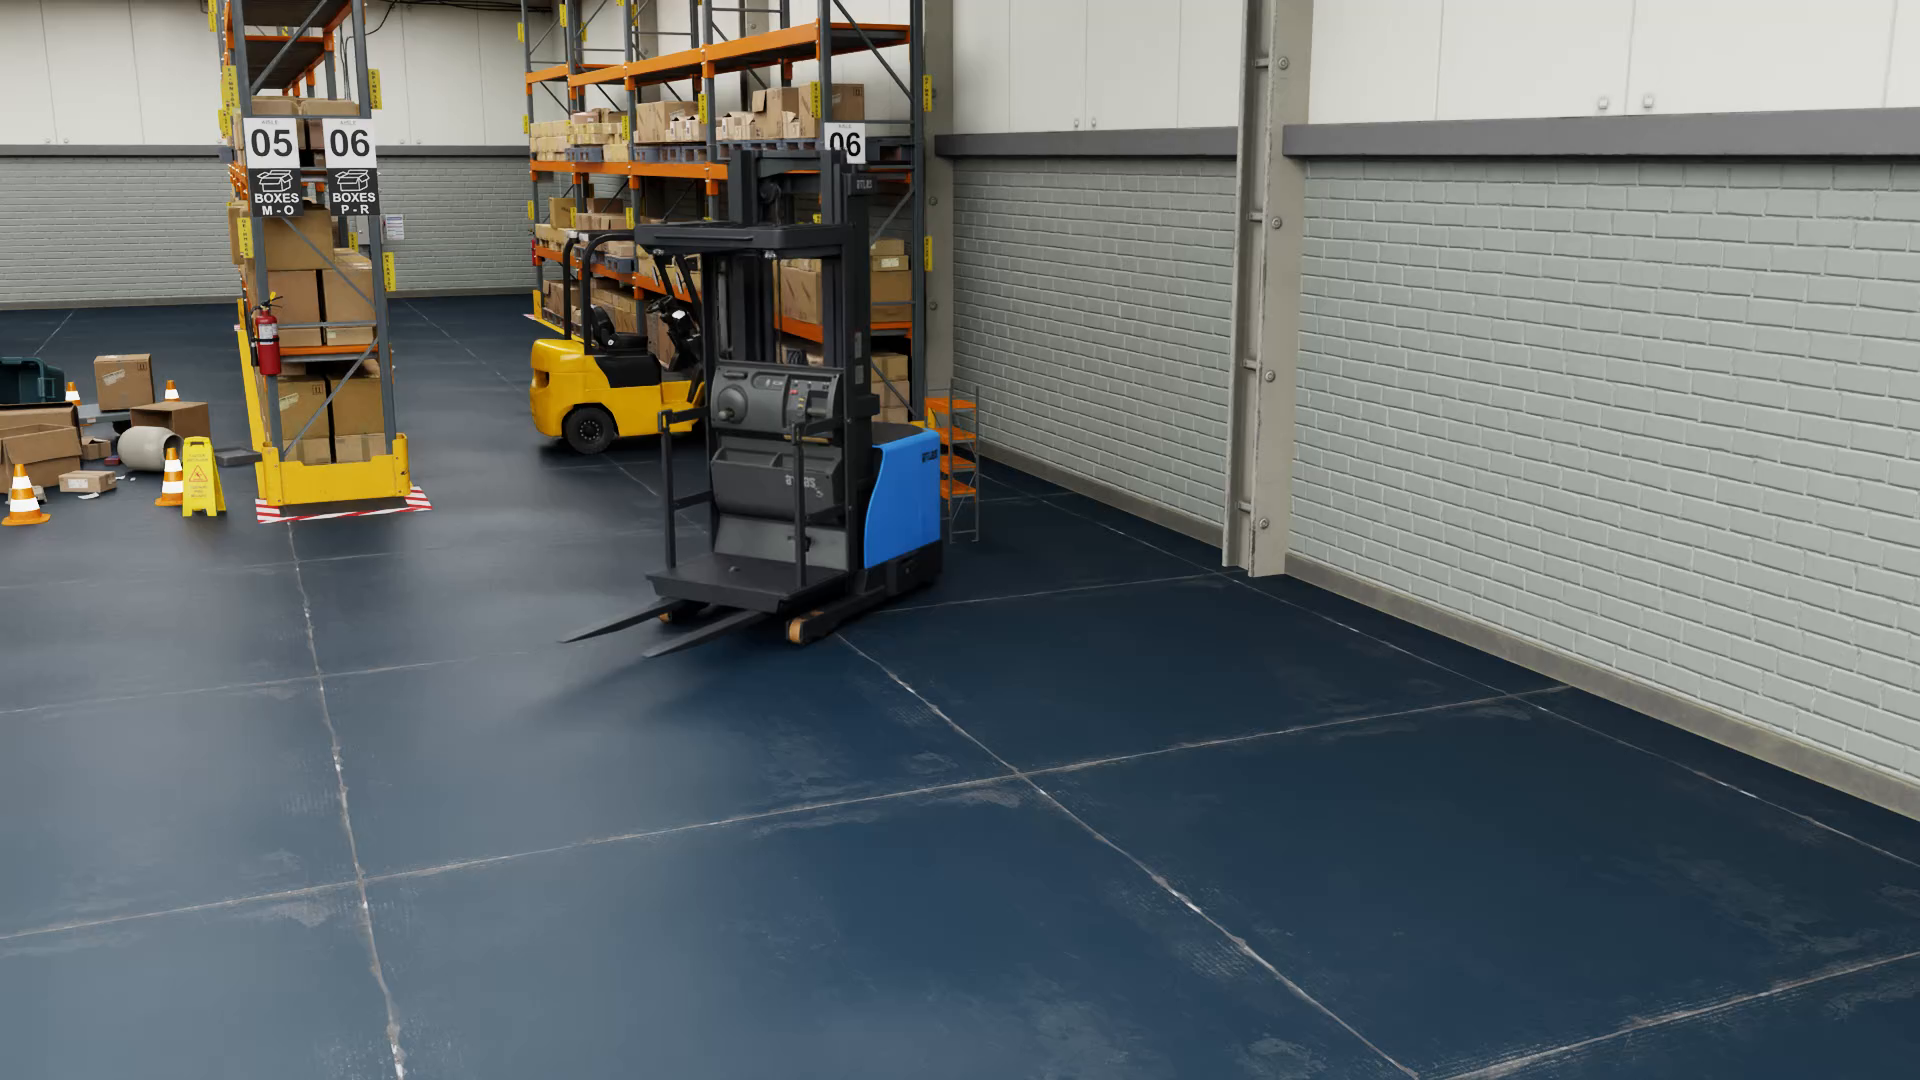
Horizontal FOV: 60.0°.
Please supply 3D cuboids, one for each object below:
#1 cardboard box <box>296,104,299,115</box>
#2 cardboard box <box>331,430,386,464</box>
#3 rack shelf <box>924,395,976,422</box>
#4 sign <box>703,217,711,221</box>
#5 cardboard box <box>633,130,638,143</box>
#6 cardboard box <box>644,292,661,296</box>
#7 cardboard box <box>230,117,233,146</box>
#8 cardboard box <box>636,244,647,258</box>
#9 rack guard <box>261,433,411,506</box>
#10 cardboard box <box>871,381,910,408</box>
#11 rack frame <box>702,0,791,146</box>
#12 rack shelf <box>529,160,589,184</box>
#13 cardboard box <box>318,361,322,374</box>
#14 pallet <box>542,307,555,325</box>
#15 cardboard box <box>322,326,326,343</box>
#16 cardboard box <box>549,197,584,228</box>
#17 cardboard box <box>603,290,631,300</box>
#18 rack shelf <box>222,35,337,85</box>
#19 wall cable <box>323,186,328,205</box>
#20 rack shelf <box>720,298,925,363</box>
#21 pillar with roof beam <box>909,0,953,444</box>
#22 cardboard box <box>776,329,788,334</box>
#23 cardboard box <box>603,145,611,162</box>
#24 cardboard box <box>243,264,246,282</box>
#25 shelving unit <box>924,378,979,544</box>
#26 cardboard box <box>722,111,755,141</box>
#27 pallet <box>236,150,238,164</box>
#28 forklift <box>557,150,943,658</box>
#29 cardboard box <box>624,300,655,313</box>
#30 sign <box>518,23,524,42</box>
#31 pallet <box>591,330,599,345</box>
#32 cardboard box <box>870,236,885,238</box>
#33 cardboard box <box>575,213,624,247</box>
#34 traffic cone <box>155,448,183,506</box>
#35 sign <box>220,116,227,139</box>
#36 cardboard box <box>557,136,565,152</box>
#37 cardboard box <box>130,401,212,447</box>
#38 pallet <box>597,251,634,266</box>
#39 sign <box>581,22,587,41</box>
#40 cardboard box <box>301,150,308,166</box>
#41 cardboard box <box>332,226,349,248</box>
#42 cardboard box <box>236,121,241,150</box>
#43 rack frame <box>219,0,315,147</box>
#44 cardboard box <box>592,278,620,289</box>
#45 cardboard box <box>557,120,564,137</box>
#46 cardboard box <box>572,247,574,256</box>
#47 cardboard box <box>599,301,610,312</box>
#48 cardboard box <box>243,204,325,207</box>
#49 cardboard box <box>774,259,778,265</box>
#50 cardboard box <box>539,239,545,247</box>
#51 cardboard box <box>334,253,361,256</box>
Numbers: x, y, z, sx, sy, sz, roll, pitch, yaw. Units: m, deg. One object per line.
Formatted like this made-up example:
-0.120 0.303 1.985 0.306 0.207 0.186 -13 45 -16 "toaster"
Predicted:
-6.195 -3.862 15.040 0.380 0.149 0.250 -6 14 -25 "cardboard box"
-5.445 -0.875 15.167 0.500 0.250 0.500 -6 14 -23 "cardboard box"
-0.066 -1.002 12.794 0.258 0.148 0.480 -6 14 -23 "rack shelf"
-2.924 -3.569 19.245 0.100 0.325 0.005 -6 14 -23 "sign"
-4.172 -5.422 22.357 0.380 0.166 0.250 -6 14 -23 "cardboard box"
-4.593 -3.681 25.297 0.380 0.149 0.250 -6 14 -25 "cardboard box"
-8.869 -5.252 21.098 0.797 0.503 0.637 -7 15 -26 "cardboard box"
-4.102 -3.975 22.617 0.500 0.250 0.500 -6 14 -23 "cardboard box"
-5.406 -0.617 14.425 1.175 0.500 0.348 -6 14 -23 "rack guard"
-0.827 -1.492 16.723 0.500 0.250 0.500 -5 14 -22 "cardboard box"
-2.431 -6.017 18.910 1.000 3.000 0.127 -6 14 -23 "rack frame"
-6.437 -6.271 28.256 1.077 0.370 4.000 -6 14 -23 "rack shelf"
-6.084 -1.567 16.493 0.500 0.500 0.500 -5 14 -20 "cardboard box"
-6.887 -4.034 29.834 1.003 0.211 1.213 -6 14 -23 "pallet"
-5.436 -1.836 14.708 0.380 0.149 0.250 -5 14 -22 "cardboard box"
-6.702 -5.583 28.349 0.500 0.500 0.500 -5 14 -22 "cardboard box"
-5.318 -3.794 25.784 0.380 0.149 0.250 -6 14 -24 "cardboard box"
-7.779 -5.436 18.882 1.077 0.370 4.000 -6 14 -23 "rack shelf"
-12.770 -6.913 33.832 0.588 1.984 0.122 -6 14 -23 "wall cable"
-1.630 -2.331 17.883 1.077 0.370 4.000 -6 14 -23 "rack shelf"
-4.226 -5.027 14.633 9.100 9.000 0.400 -6 14 -23 "pillar with roof beam"
-1.840 -2.259 18.927 0.500 0.250 0.500 -6 14 -24 "cardboard box"
-4.864 -5.600 24.095 0.500 0.250 0.500 -6 14 -23 "cardboard box"
-9.020 -3.480 21.584 0.500 0.250 0.500 -6 14 -25 "cardboard box"
-0.066 -0.619 12.882 0.258 1.200 0.503 -6 14 -23 "shelving unit"
-2.321 -4.572 18.362 0.500 0.311 0.500 -5 14 -22 "cardboard box"
-7.546 -4.366 18.847 1.213 0.211 1.003 -6 14 -23 "pallet"
-1.269 -0.904 10.276 1.130 2.935 3.031 7 15 28 "forklift"
-4.601 -3.356 23.893 0.380 0.149 0.250 -6 15 -26 "cardboard box"
-7.735 -8.941 29.297 0.100 0.325 0.005 -6 14 -23 "sign"
-5.275 -3.224 26.331 1.003 0.211 1.213 -6 14 -23 "pallet"
-0.960 -2.977 16.758 0.380 0.149 0.250 -5 14 -22 "cardboard box"
-5.647 -4.880 26.151 0.700 0.500 0.500 -5 14 -22 "cardboard box"
-6.730 -0.555 14.242 0.336 0.463 0.334 -6 14 -23 "traffic cone"
-10.690 -5.999 24.164 0.100 0.325 0.005 -6 14 -23 "sign"
-6.276 -6.464 27.166 0.500 0.250 0.500 -6 14 -25 "cardboard box"
-7.795 -1.084 16.441 0.500 0.500 0.500 4 14 16 "cardboard box"
-4.817 -4.229 24.913 1.003 0.211 1.213 -6 14 -23 "pallet"
-6.721 -9.074 29.698 0.100 0.325 0.005 -6 14 -23 "sign"
-6.040 -3.619 15.757 0.380 0.149 0.250 -6 14 -23 "cardboard box"
-6.903 -3.166 18.085 0.500 0.500 0.500 -5 14 -22 "cardboard box"
-6.240 -3.644 14.983 0.500 0.250 0.500 -5 14 -21 "cardboard box"
-8.580 -6.394 20.541 1.000 3.000 0.127 -6 14 -23 "rack frame"
-5.588 -4.047 26.219 0.380 0.149 0.250 -6 14 -26 "cardboard box"
-6.270 -6.710 27.123 0.500 0.250 0.500 -6 14 -24 "cardboard box"
-6.119 -4.720 27.167 0.380 0.149 0.250 -5 14 -21 "cardboard box"
-5.230 -3.401 25.524 0.500 0.500 0.500 -6 14 -25 "cardboard box"
-6.347 -2.902 15.658 0.700 0.500 0.500 -6 14 -23 "cardboard box"
-1.761 -2.942 17.268 0.380 0.149 0.250 -6 14 -23 "cardboard box"
-7.358 -5.358 29.927 0.380 0.149 0.250 -6 14 -23 "cardboard box"
-6.147 -2.557 16.384 0.500 0.500 0.500 -5 14 -21 "cardboard box"
